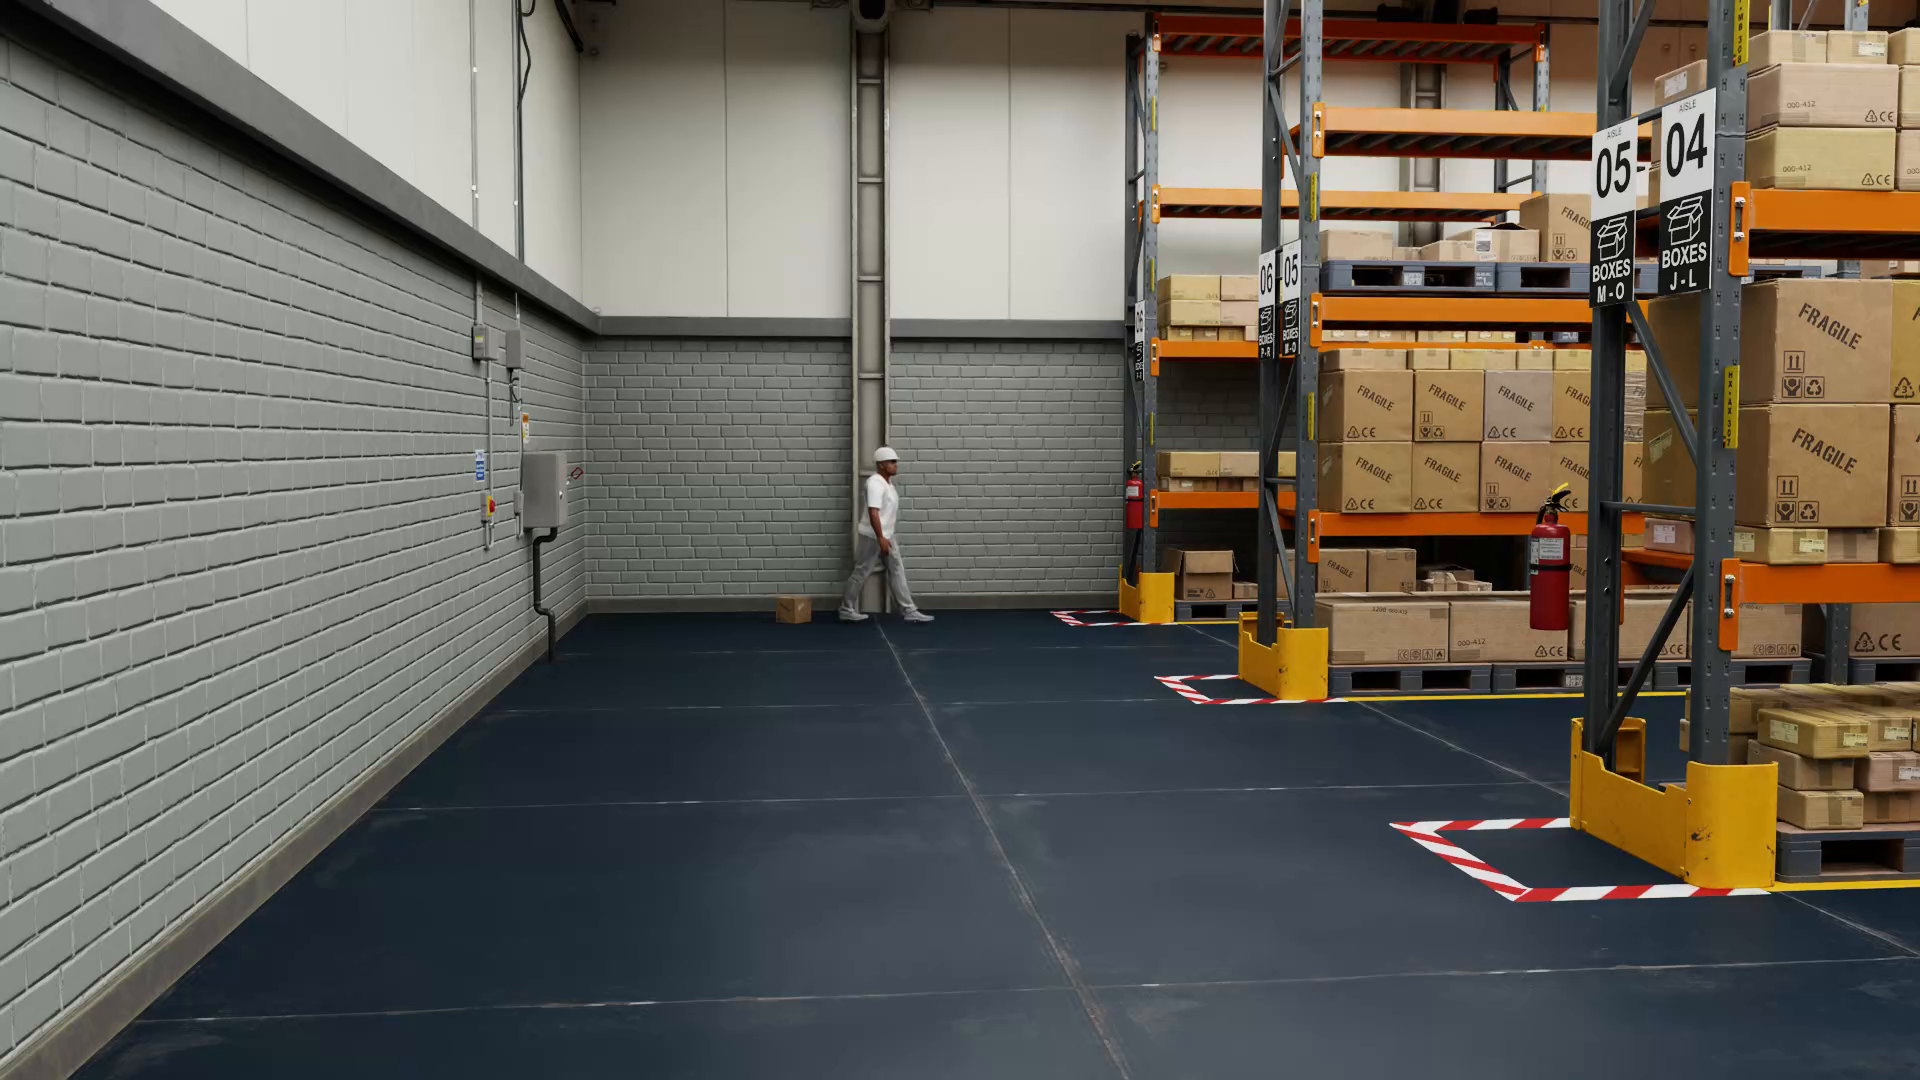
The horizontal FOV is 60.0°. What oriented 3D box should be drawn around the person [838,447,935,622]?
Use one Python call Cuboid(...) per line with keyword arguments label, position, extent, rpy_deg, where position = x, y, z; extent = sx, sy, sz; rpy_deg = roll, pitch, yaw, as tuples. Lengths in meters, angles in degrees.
Cuboid(label="person", position=(-0.755, -0.051, 16.309), extent=(0.944, 1.711, 0.605), rpy_deg=(1, 3, 17))
